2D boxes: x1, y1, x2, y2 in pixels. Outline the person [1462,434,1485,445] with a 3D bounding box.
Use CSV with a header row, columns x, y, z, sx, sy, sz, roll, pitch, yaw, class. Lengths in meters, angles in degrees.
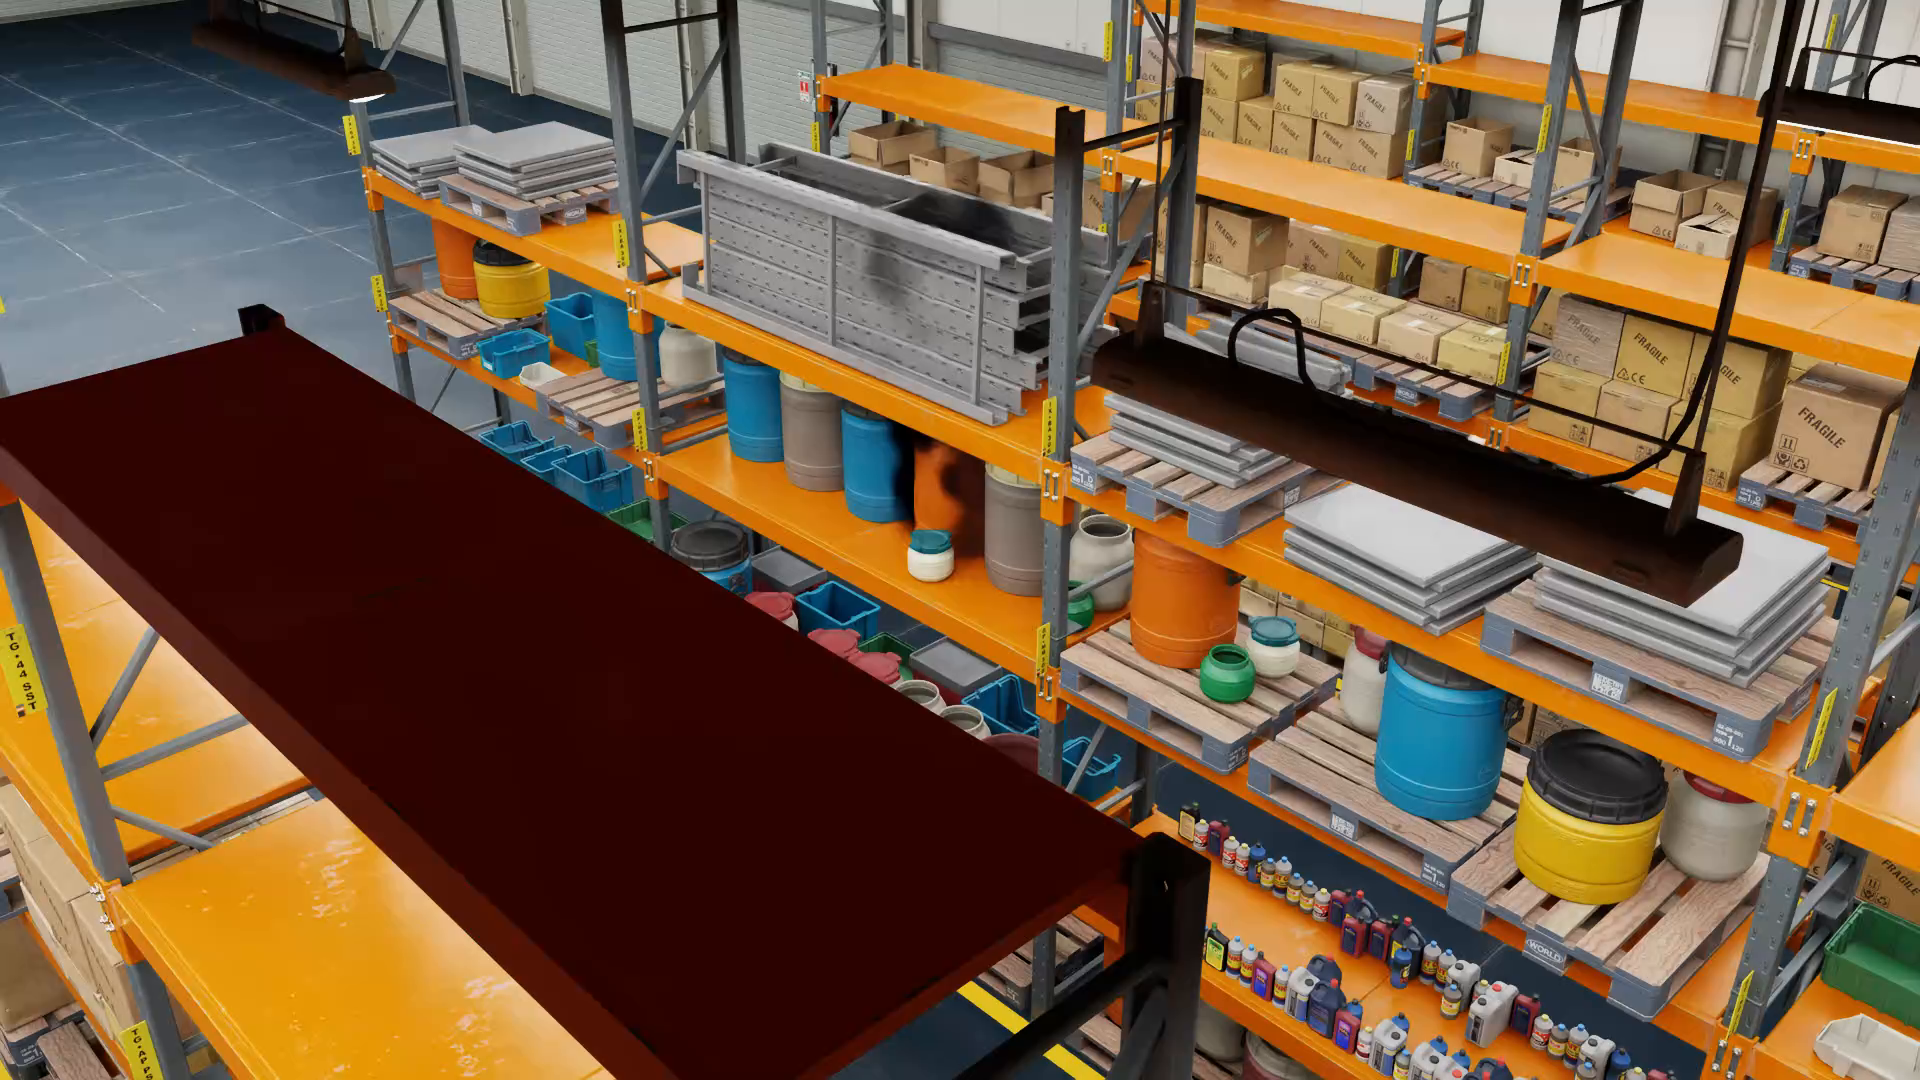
x,y,z,sx,sy,sz,roll,pitch,yaw,class
5.034,-0.579,16.198,0.557,1.672,0.584,23,36,36,person
